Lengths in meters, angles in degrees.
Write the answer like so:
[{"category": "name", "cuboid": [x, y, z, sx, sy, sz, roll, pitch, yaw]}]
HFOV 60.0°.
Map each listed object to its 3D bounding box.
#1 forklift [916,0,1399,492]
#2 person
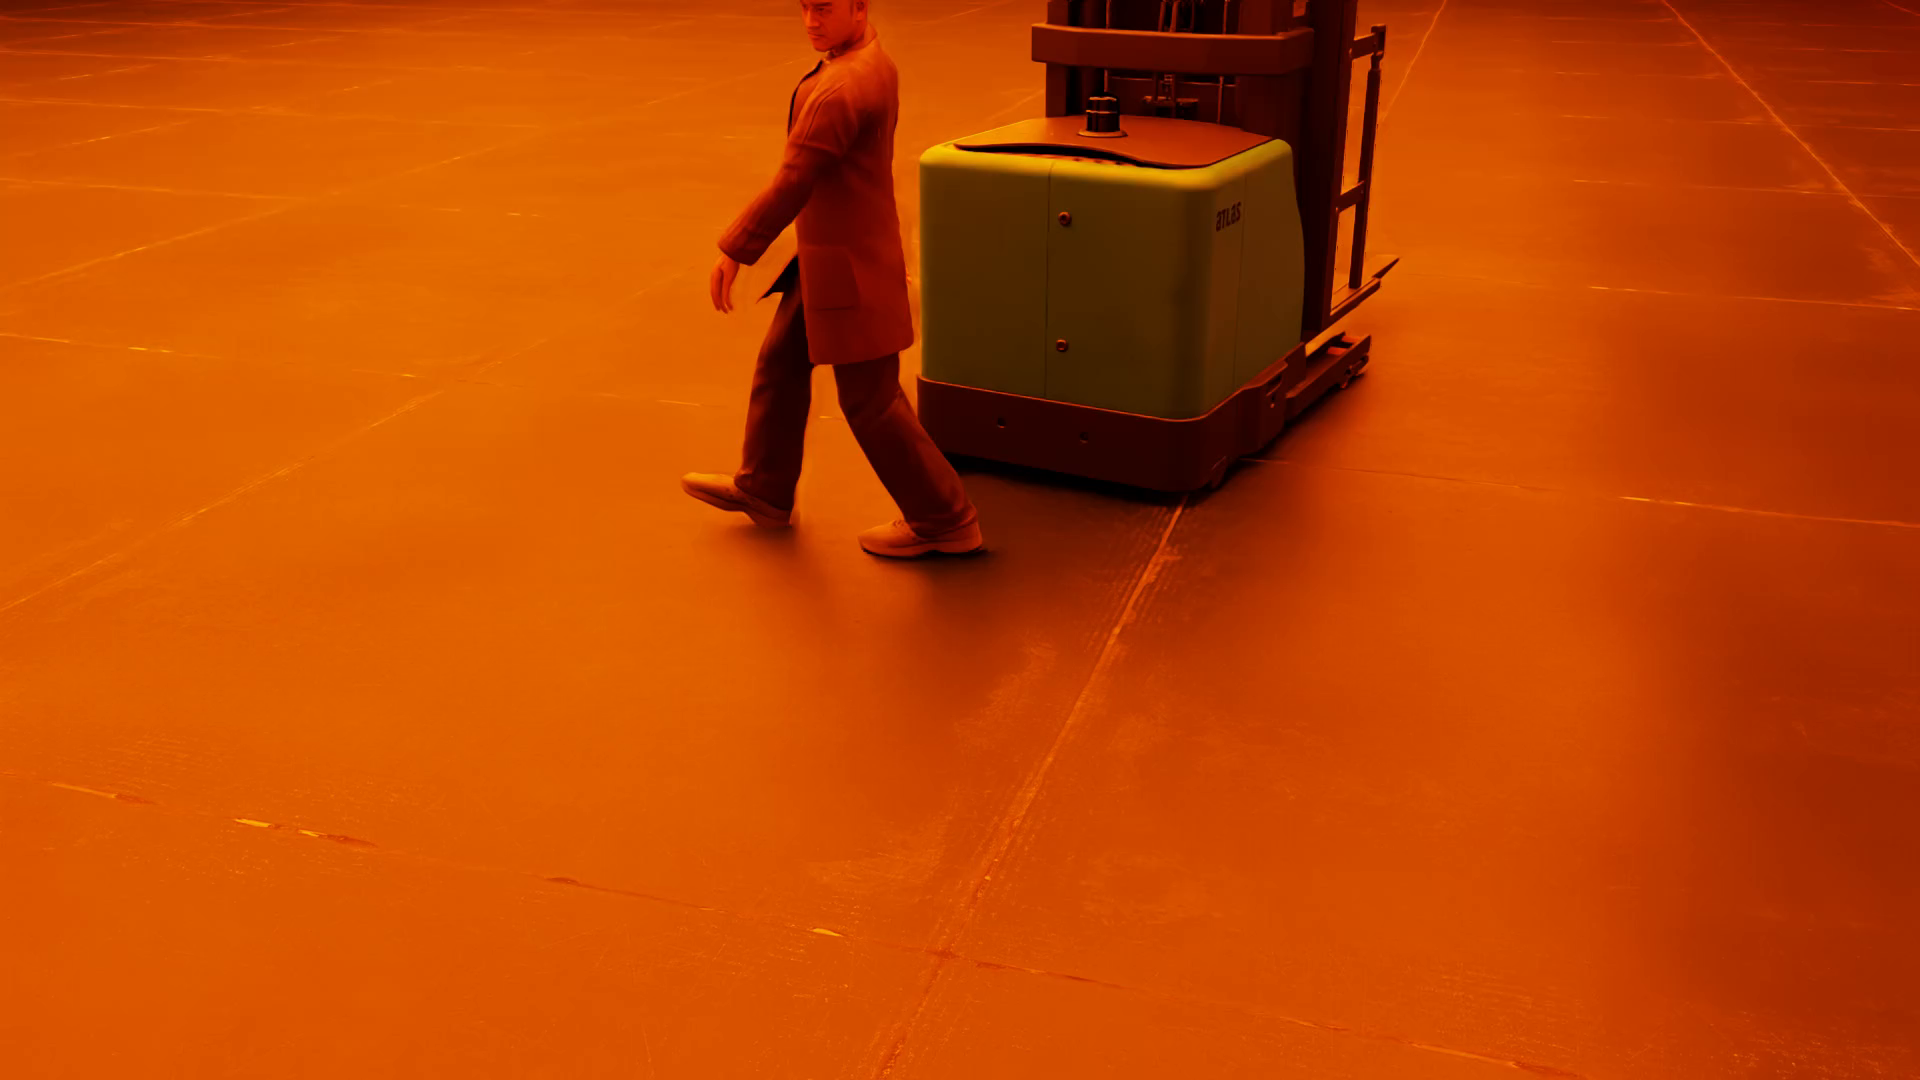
[{"category": "forklift", "cuboid": [1.008, -2.027, 6.189, 1.130, 2.935, 3.031, 12, 25, 27]}, {"category": "person", "cuboid": [-0.406, -0.810, 4.854, 0.941, 1.733, 0.720, -1, 22, -2]}]
